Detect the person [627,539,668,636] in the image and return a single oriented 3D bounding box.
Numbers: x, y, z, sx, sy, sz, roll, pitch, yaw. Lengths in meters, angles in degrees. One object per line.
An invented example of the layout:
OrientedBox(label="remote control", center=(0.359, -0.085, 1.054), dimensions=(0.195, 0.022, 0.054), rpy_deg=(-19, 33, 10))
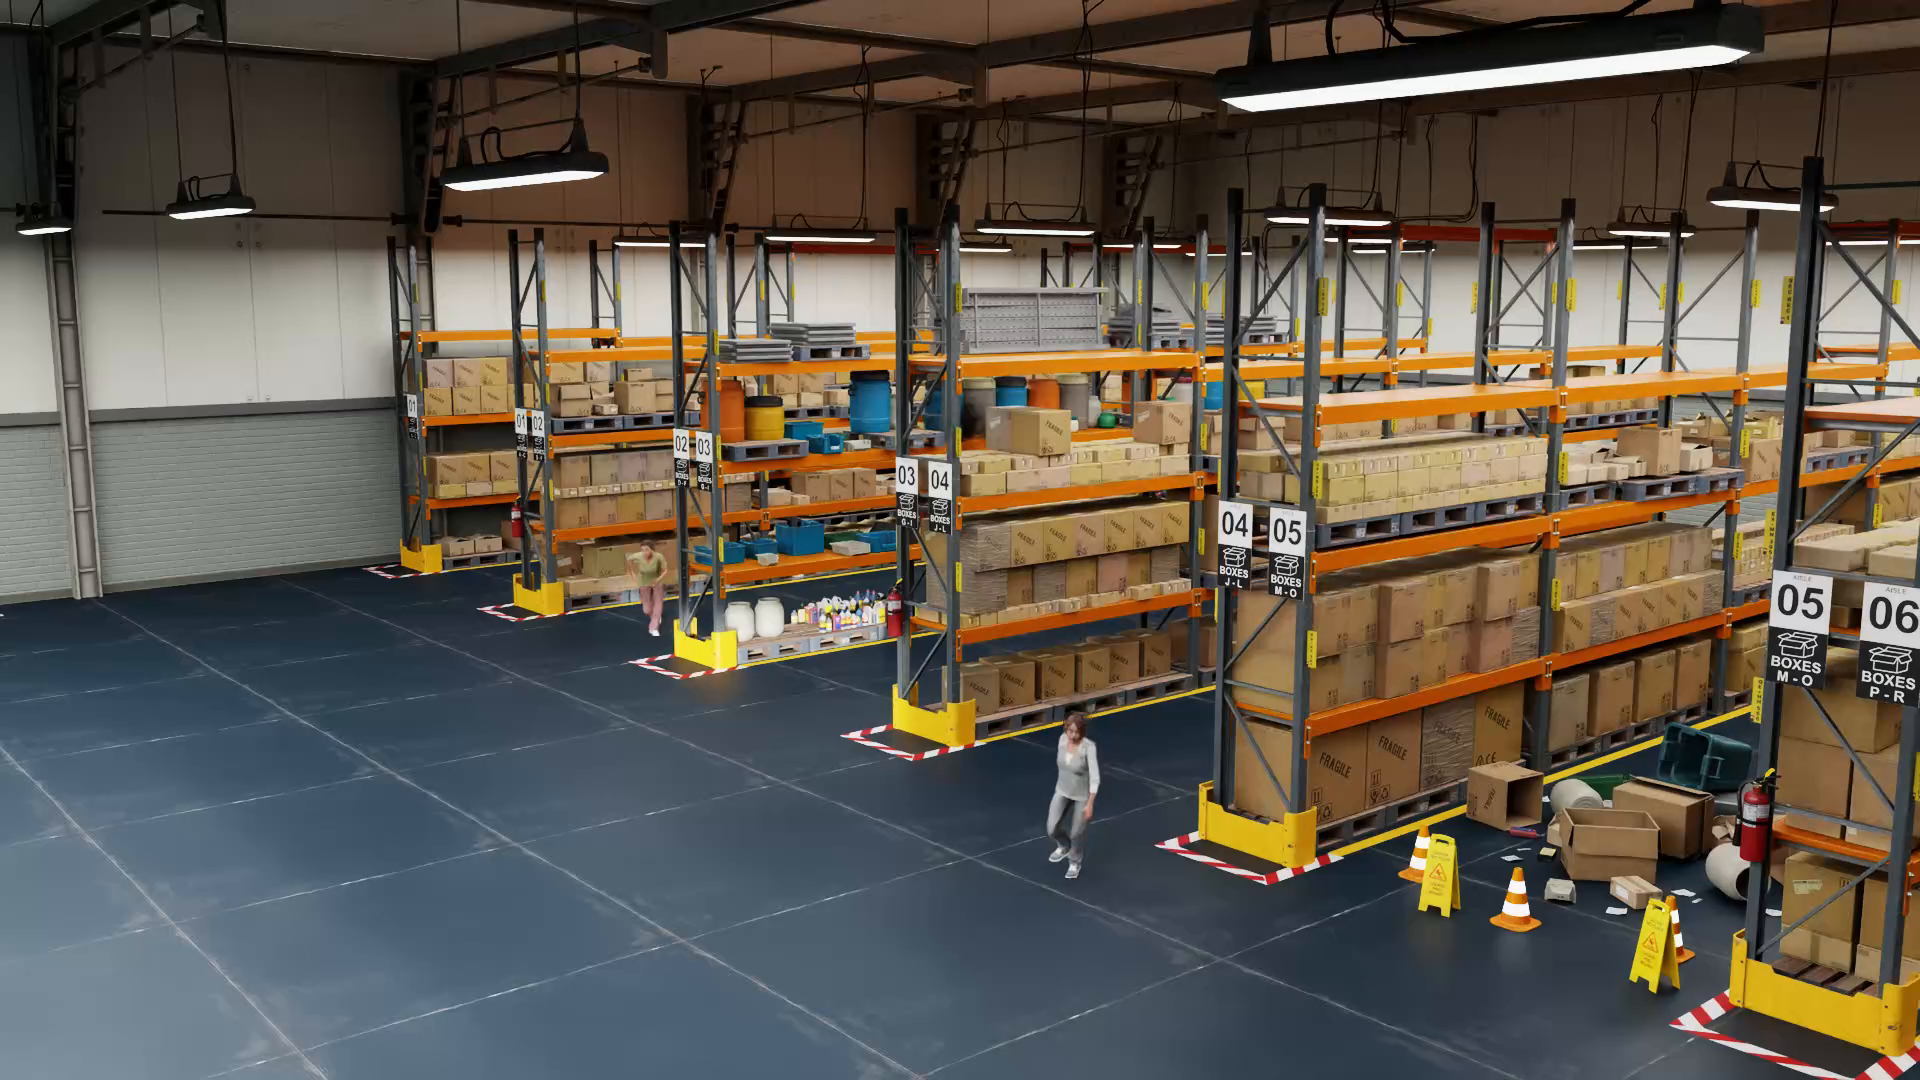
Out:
OrientedBox(label="person", center=(-4.564, 0.684, 24.356), dimensions=(0.600, 1.471, 0.735), rpy_deg=(0, 9, -2))

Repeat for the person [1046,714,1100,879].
OrientedBox(label="person", center=(0.988, 2.217, 14.408), dimensions=(0.556, 1.546, 0.548), rpy_deg=(4, 10, 25))
